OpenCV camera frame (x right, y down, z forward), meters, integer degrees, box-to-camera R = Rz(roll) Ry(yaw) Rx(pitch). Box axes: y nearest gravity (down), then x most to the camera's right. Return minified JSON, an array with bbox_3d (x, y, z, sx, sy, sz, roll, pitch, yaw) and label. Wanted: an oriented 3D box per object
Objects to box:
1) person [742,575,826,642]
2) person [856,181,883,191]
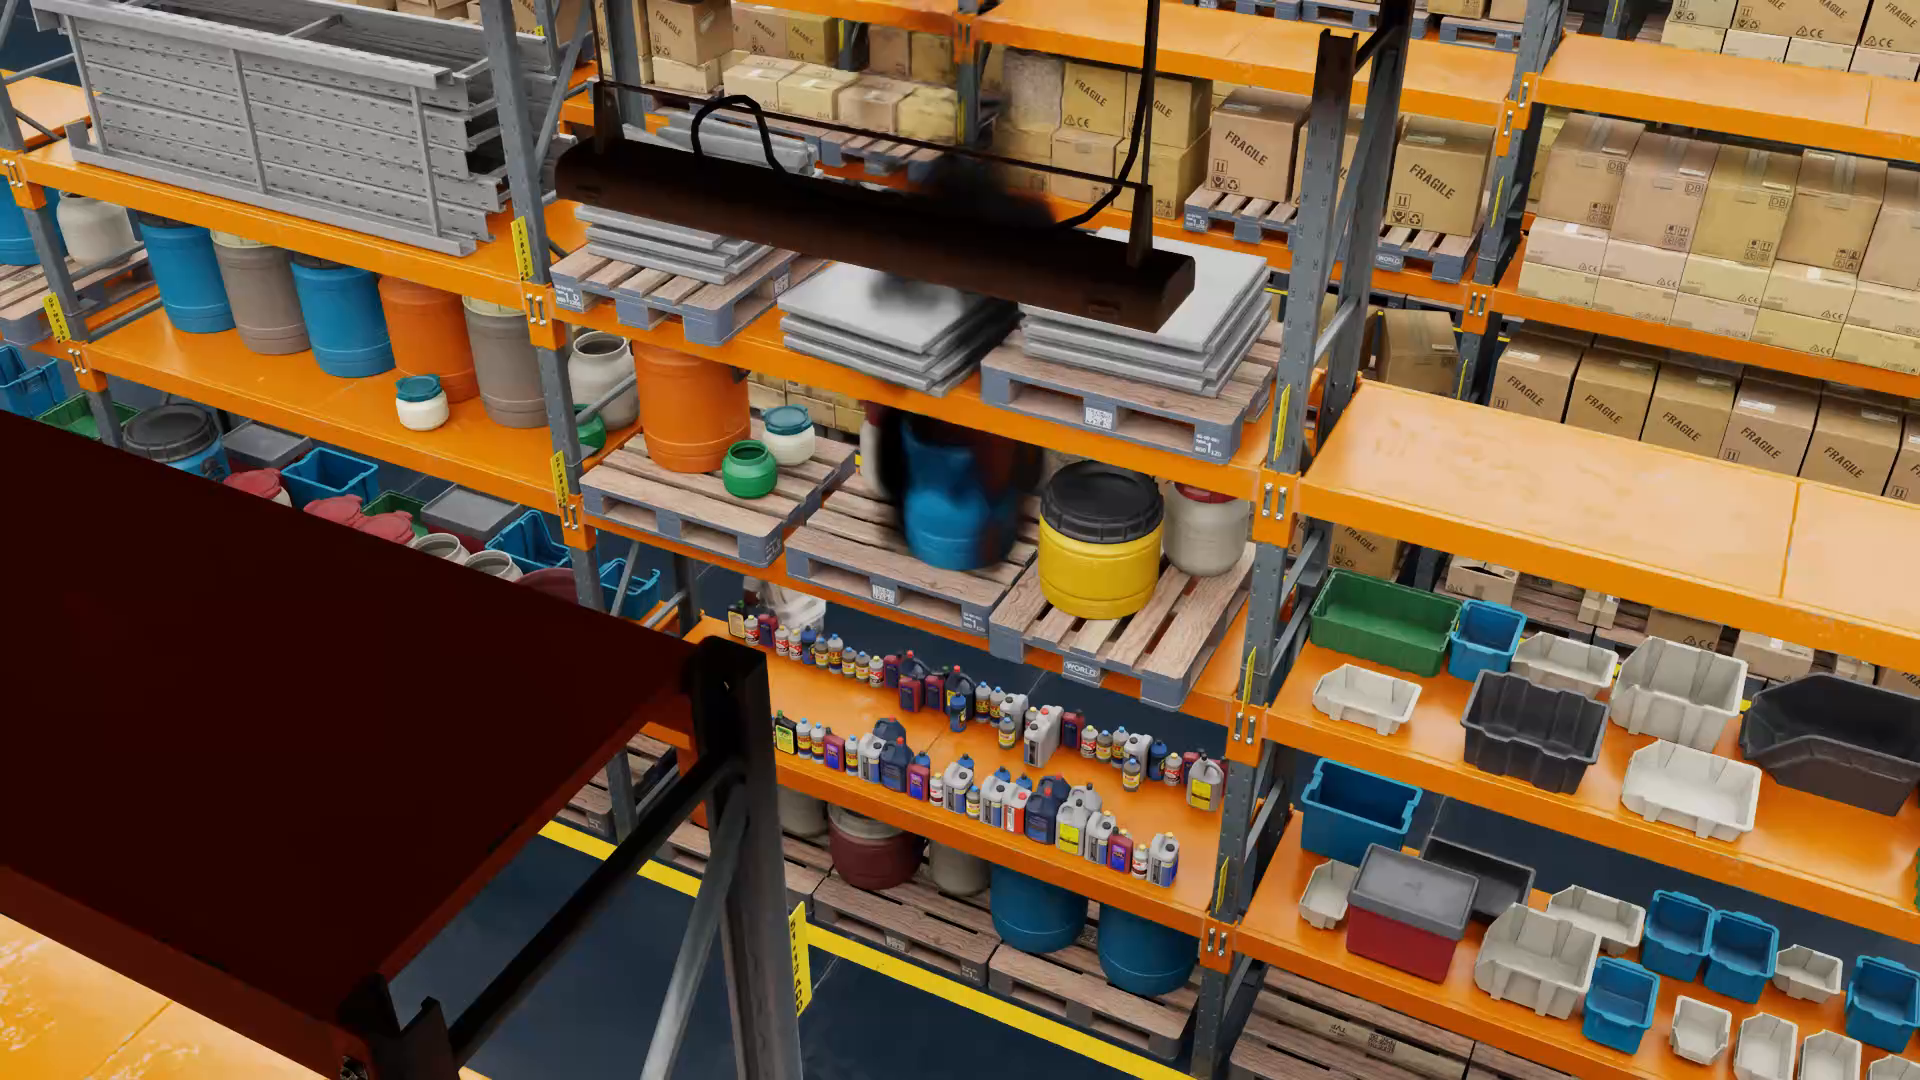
[{"bbox_3d":[-1.225,0.469,11.760,0.771,1.683,0.550,-25,42,-31],"label":"person"},{"bbox_3d":[-0.924,-2.811,16.443,0.633,1.646,0.592,13,37,18],"label":"person"}]
